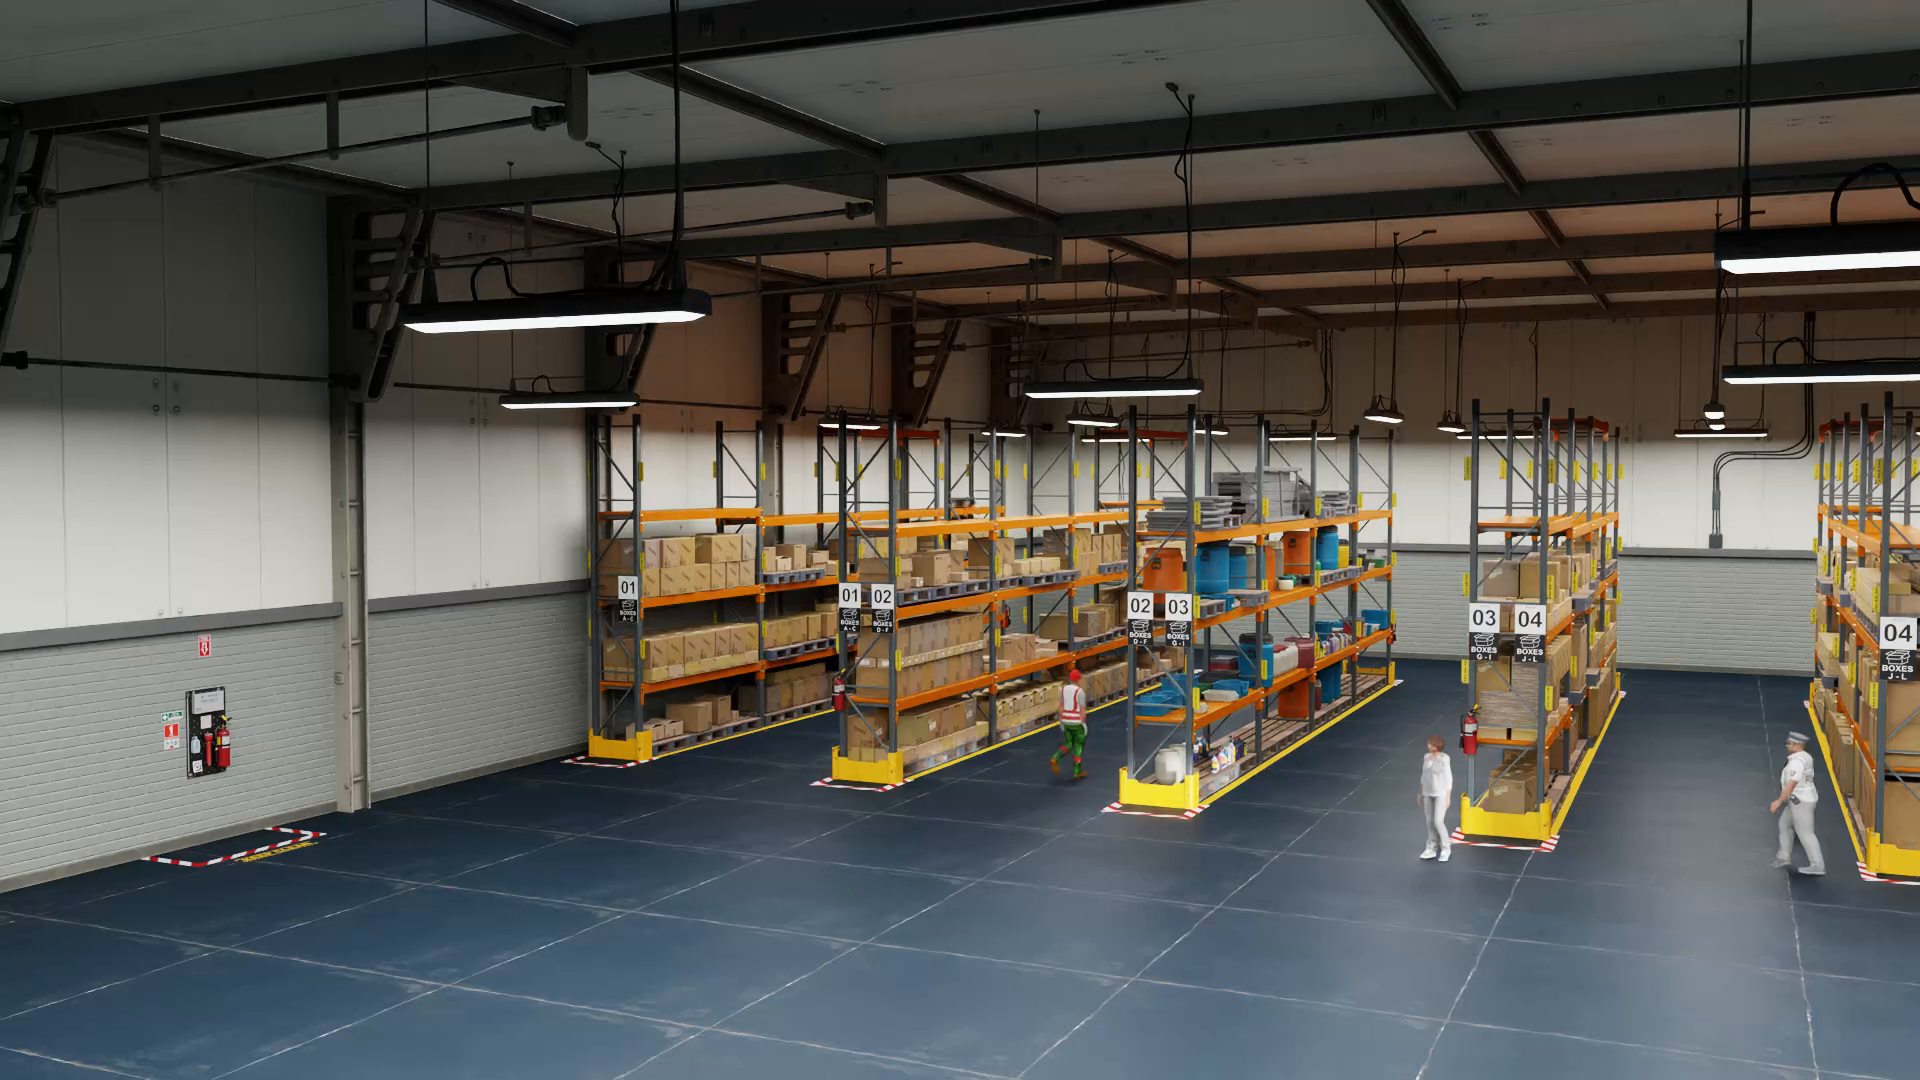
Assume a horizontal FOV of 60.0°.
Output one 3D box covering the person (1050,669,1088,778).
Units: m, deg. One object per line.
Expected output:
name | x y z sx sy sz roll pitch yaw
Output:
person | 1.807 2.988 27.086 0.725 1.779 0.547 -2 3 -33

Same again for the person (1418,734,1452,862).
person | 6.120 3.311 21.448 0.336 1.605 0.451 -2 3 -33

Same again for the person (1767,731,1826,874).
person | 10.443 3.293 20.756 0.723 1.810 0.609 2 3 37
